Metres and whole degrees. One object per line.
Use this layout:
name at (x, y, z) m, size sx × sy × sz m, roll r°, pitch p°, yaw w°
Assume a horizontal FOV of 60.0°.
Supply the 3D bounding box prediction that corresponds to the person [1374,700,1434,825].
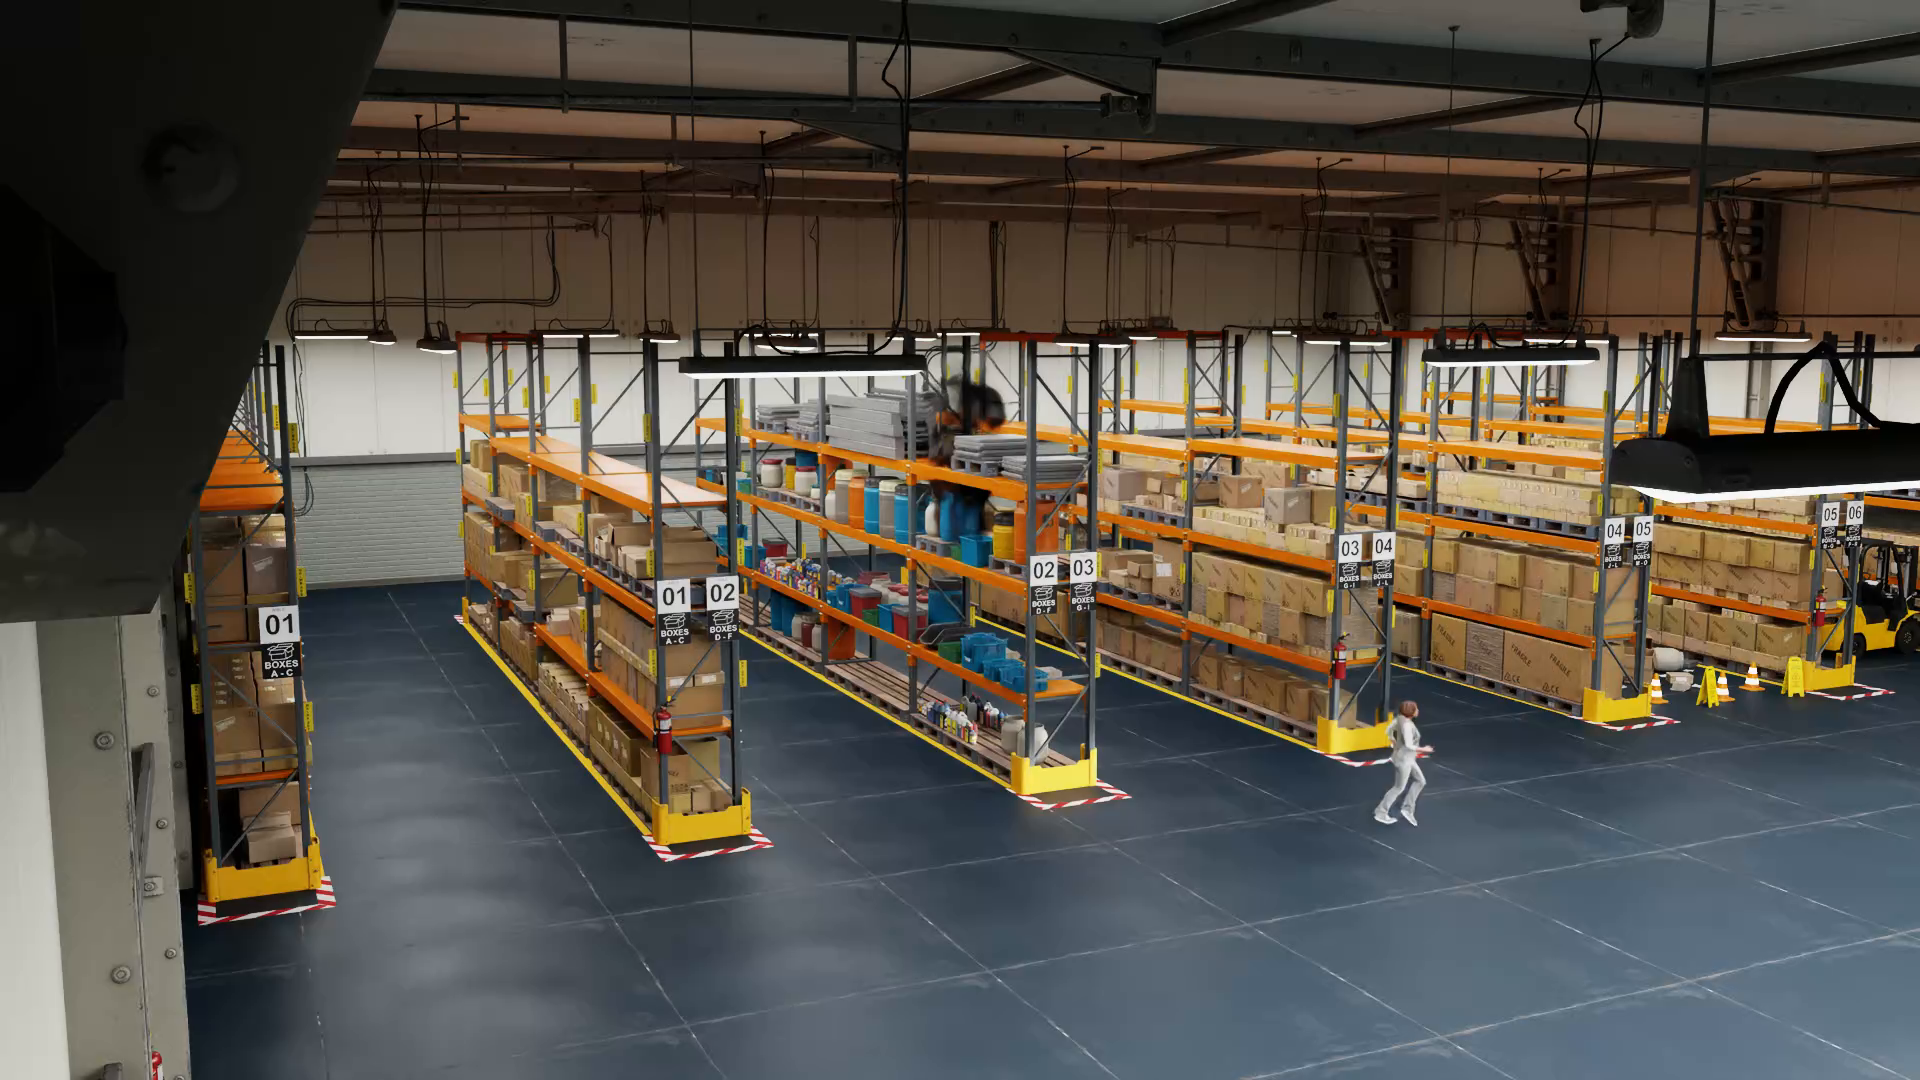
person at (5.524, 2.774, 20.669) m, size 0.695 × 1.613 × 0.491 m, roll 1°, pitch 8°, yaw 10°

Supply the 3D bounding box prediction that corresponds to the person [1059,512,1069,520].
person at (2.591, -0.031, 40.943) m, size 0.725 × 1.735 × 0.559 m, roll 7°, pitch 10°, yaw 42°
